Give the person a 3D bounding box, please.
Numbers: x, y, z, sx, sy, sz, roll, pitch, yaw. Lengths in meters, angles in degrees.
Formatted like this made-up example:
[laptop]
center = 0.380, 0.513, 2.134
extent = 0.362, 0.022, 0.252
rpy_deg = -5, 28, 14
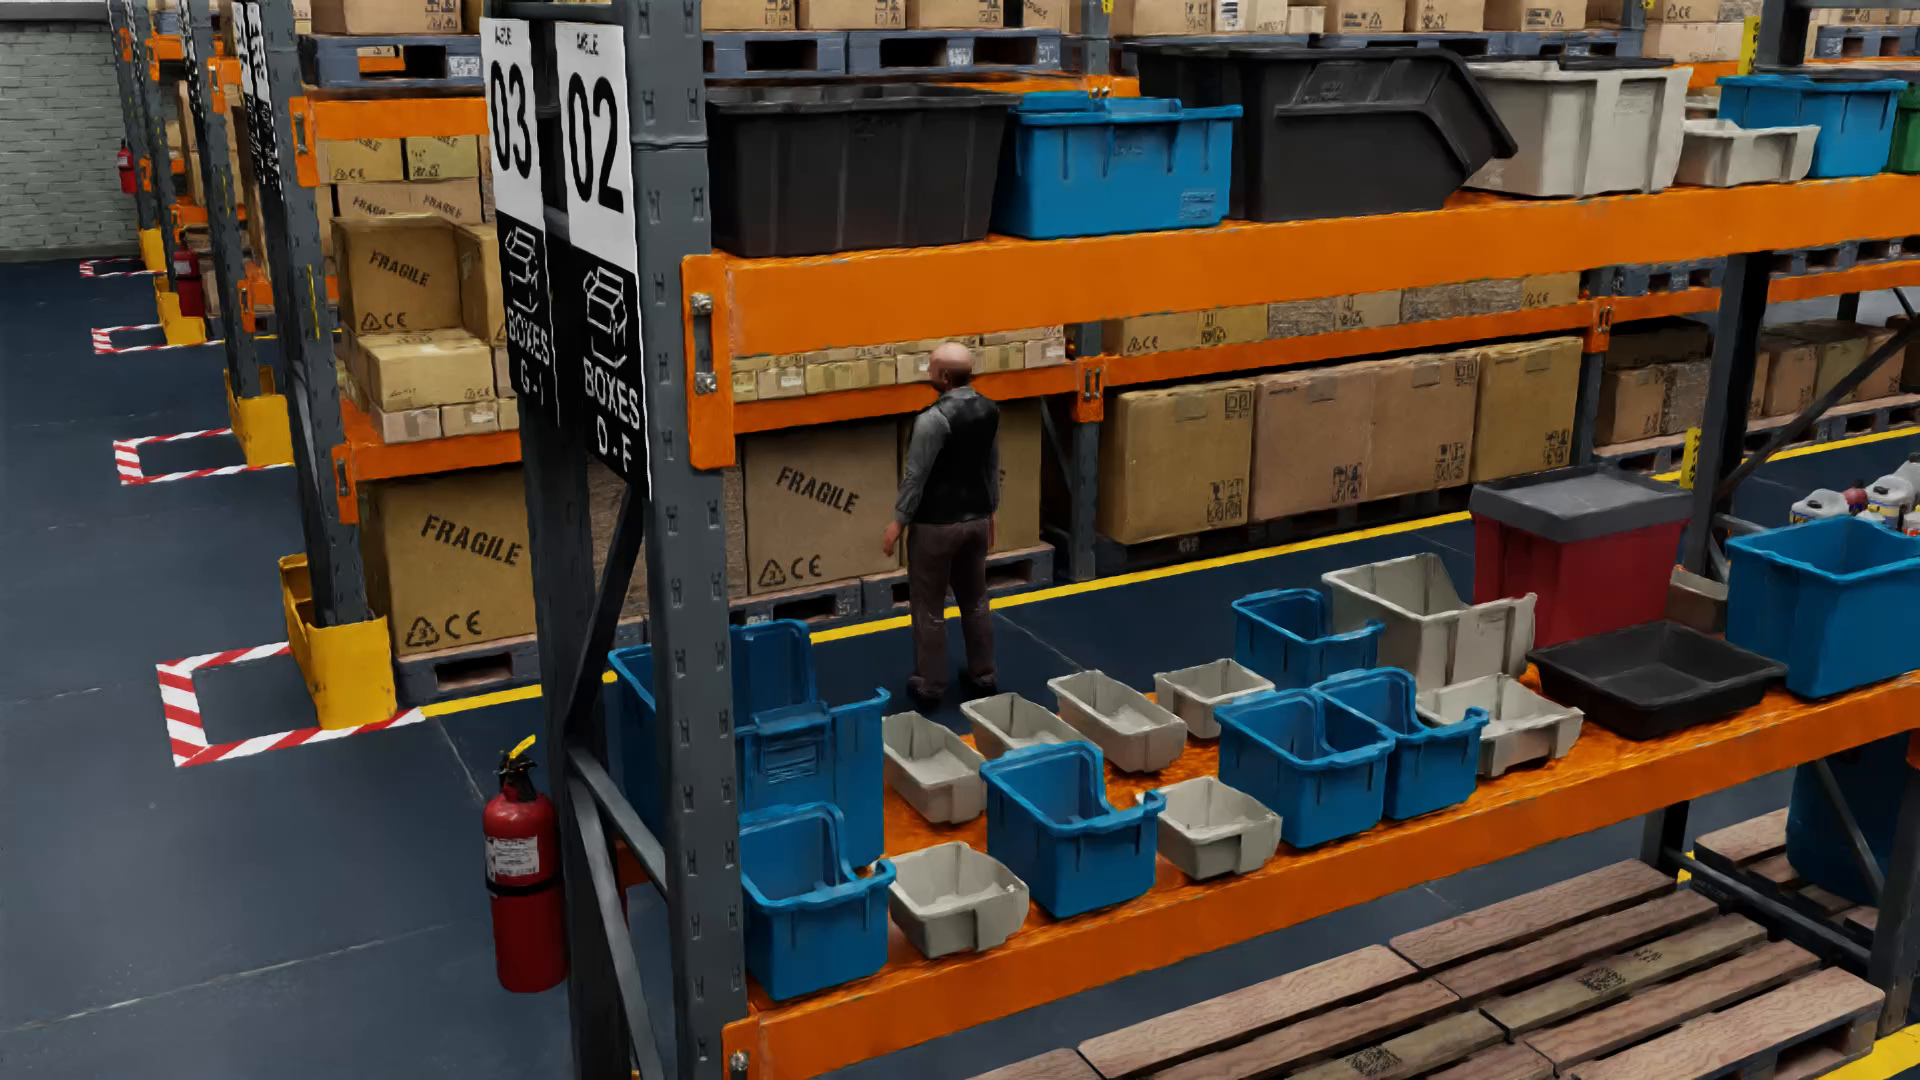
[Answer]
[person]
center = -0.059, -0.069, 7.738
extent = 0.393, 1.729, 0.588
rpy_deg = 16, 24, 40
